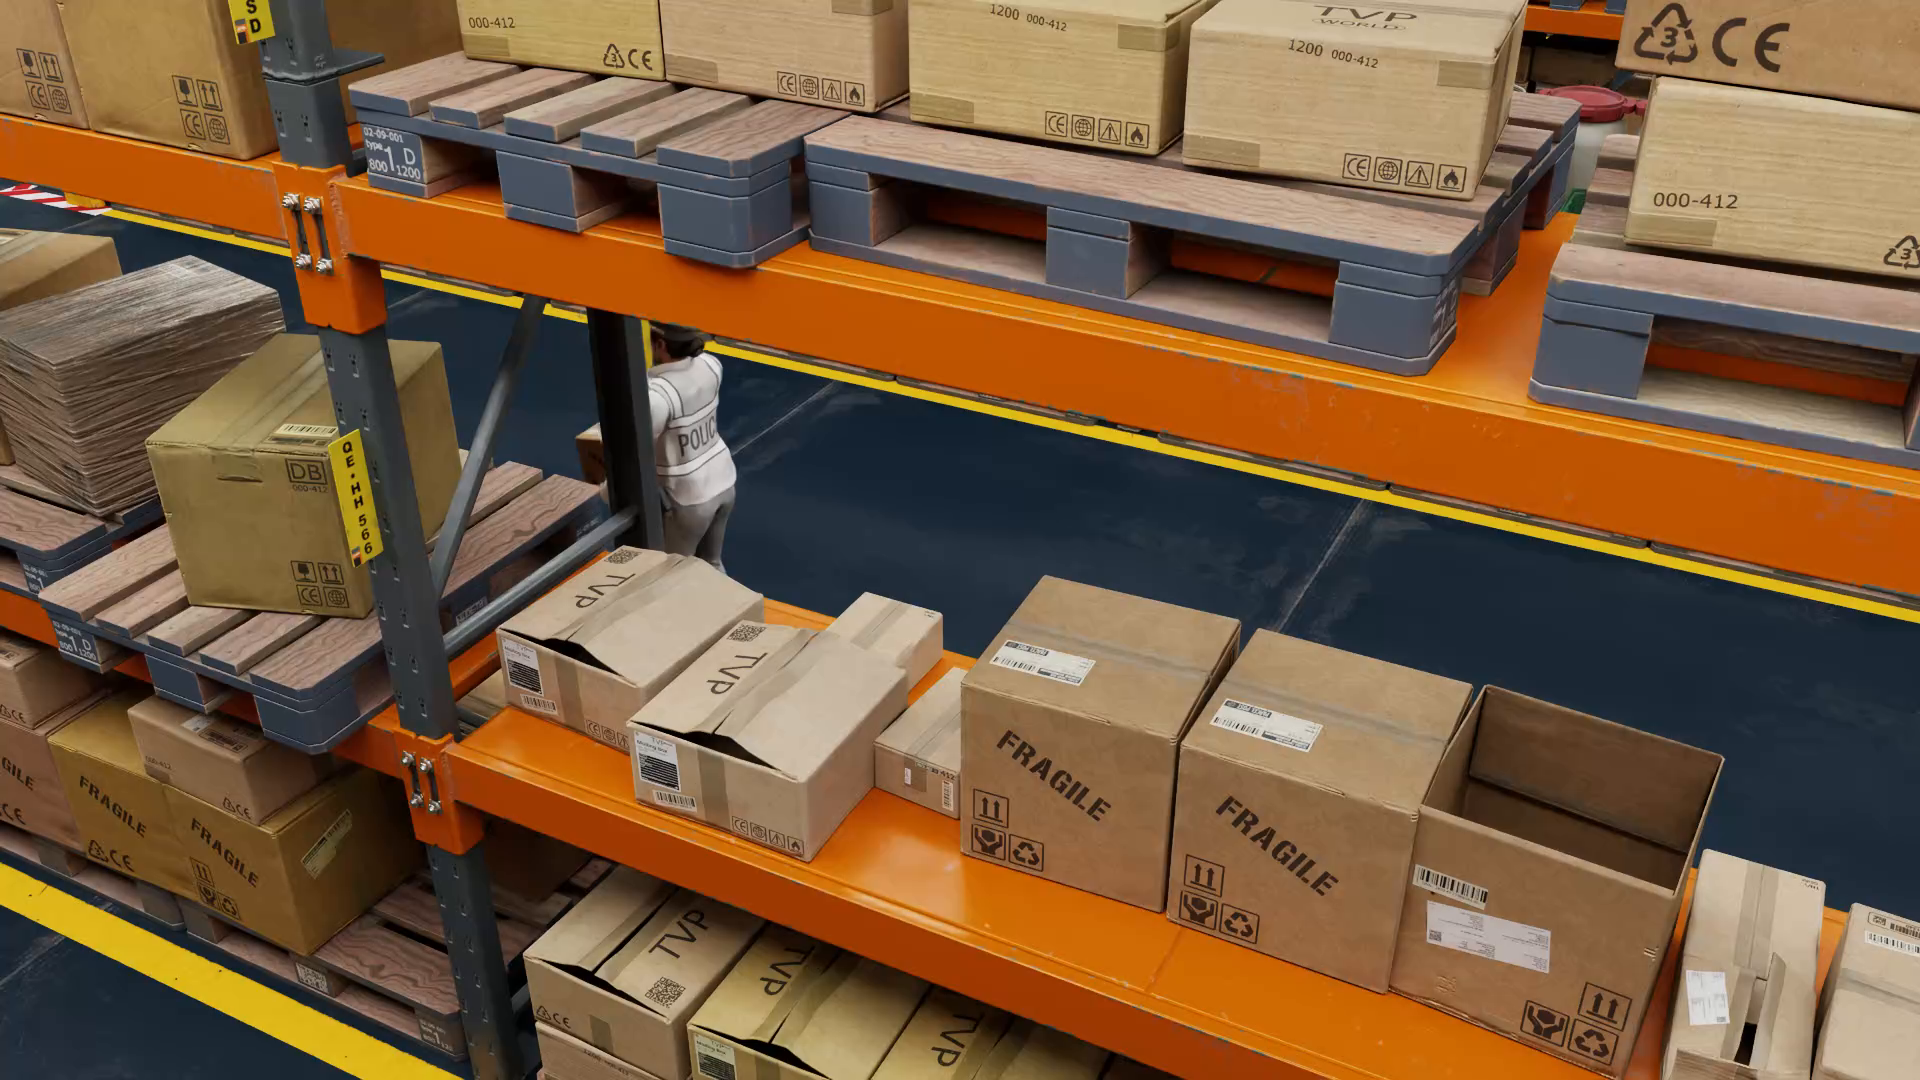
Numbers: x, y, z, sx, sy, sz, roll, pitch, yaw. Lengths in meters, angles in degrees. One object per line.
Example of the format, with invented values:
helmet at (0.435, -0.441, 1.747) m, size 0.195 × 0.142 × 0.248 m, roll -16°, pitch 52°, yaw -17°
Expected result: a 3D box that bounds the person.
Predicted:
person at (-1.102, -0.176, 6.408) m, size 0.563 × 1.686 × 0.459 m, roll 15°, pitch 33°, yaw 24°
